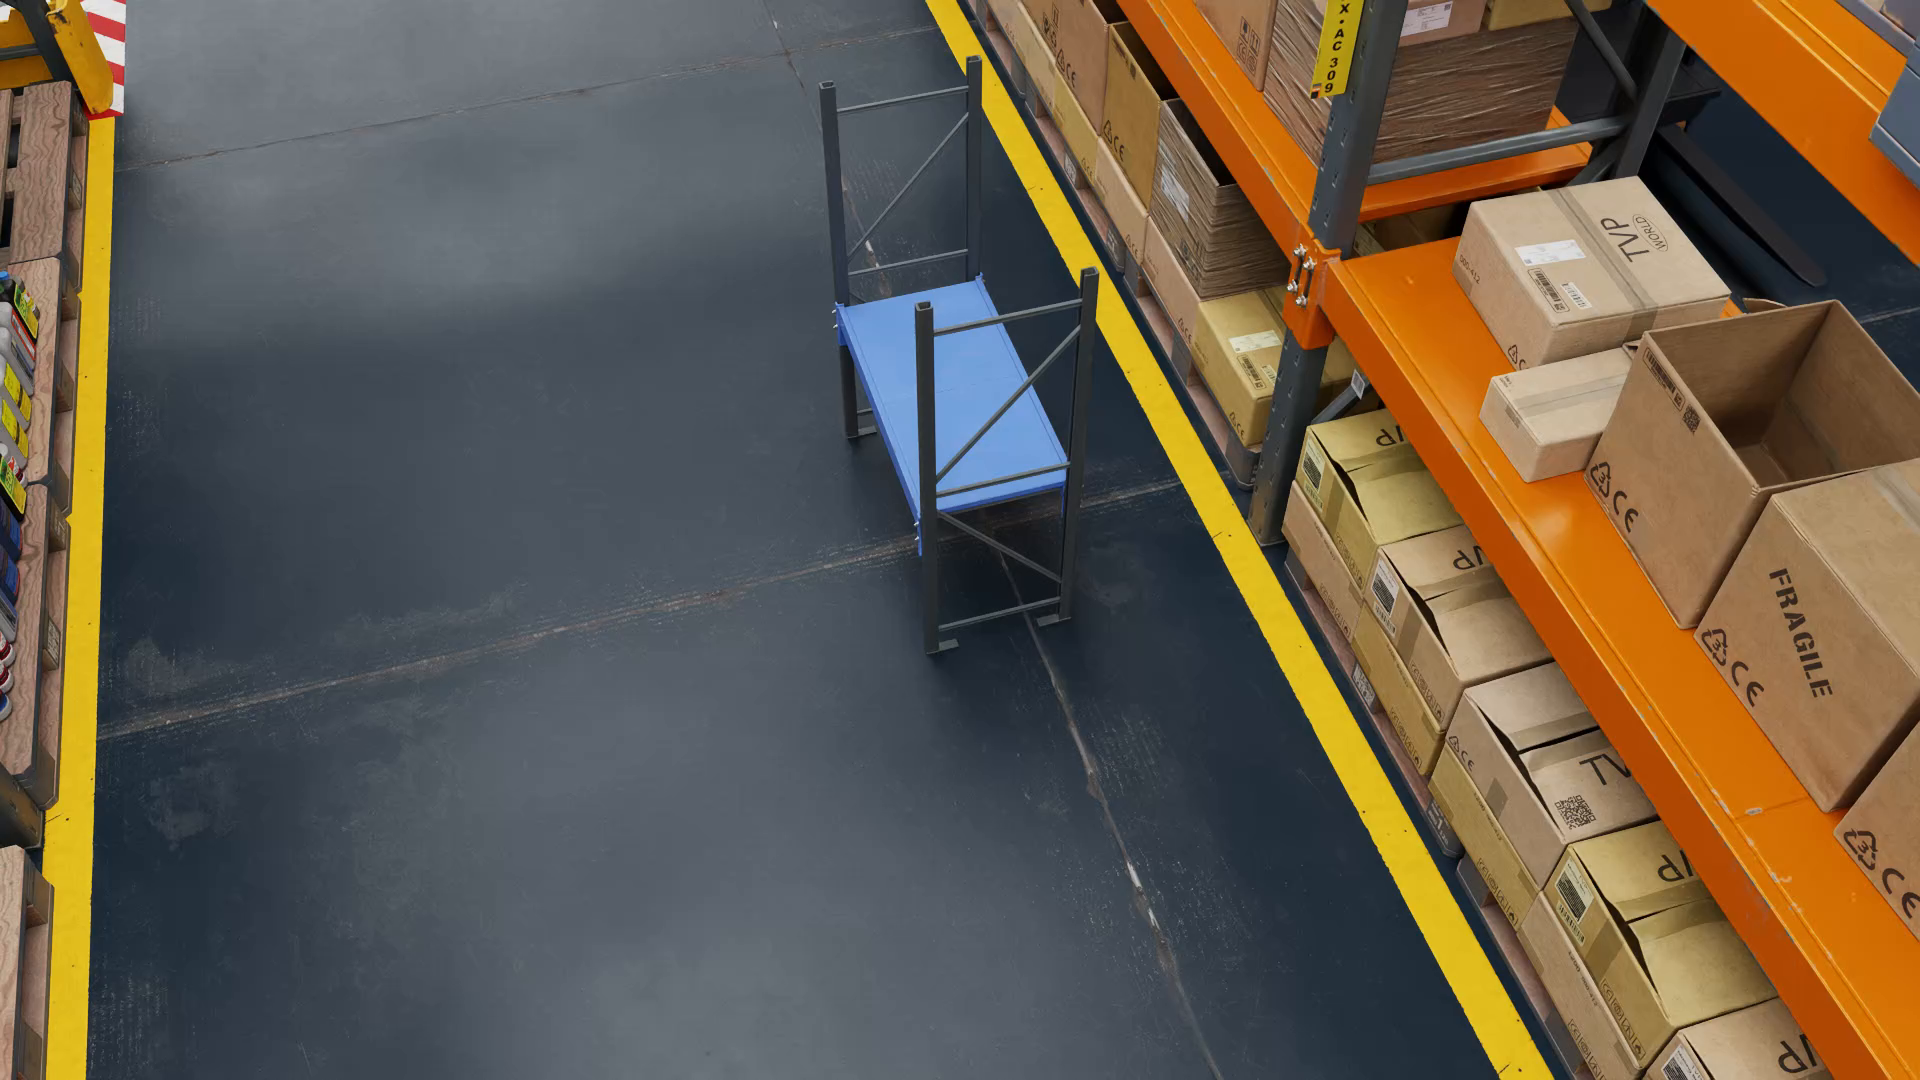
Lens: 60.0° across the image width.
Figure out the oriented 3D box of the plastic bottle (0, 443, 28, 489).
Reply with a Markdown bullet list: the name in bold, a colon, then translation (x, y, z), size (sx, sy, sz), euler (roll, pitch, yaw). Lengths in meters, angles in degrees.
- **plastic bottle**: translation (-3.199, -0.250, 5.541), size (0.097, 0.201, 0.097), euler (0, 50, 0)

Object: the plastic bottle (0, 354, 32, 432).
- **plastic bottle**: translation (-3.318, -0.532, 5.682), size (0.144, 0.351, 0.185), euler (-11, 51, -9)

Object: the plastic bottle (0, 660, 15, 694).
- **plastic bottle**: translation (-2.945, 0.378, 5.012), size (0.097, 0.201, 0.097), euler (0, 50, 0)

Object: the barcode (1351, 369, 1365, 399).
- **barcode**: translation (1.171, -0.459, 4.894), size (0.001, 0.075, 0.075), euler (-13, 51, -11)

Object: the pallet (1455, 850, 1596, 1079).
- **pallet**: translation (2.113, 1.227, 4.578), size (1.003, 0.211, 1.213), euler (-13, 51, -11)

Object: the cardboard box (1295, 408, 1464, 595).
- **cardboard box**: translation (1.378, -0.166, 5.085), size (0.500, 0.311, 0.500), euler (-13, 51, -11)

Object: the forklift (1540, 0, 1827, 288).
- **forklift**: translation (2.490, -2.790, 6.185), size (1.130, 2.935, 3.031), euler (-14, 51, -11)

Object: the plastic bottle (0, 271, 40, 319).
- **plastic bottle**: translation (-3.461, -0.896, 6.086), size (0.097, 0.201, 0.097), euler (0, 50, 0)

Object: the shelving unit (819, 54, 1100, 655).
- **shelving unit**: translation (-0.025, -0.546, 5.229), size (0.538, 1.500, 1.048), euler (-13, 51, -11)

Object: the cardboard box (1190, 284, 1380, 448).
- **cardboard box**: translation (1.147, -0.632, 5.845), size (0.500, 0.250, 0.500), euler (-13, 51, -11)

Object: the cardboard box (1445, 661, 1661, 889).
- **cardboard box**: translation (1.675, 0.579, 4.457), size (0.500, 0.311, 0.500), euler (-15, 51, -12)

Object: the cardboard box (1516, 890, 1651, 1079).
- **cardboard box**: translation (1.831, 1.131, 4.359), size (0.500, 0.250, 0.500), euler (-12, 51, -10)

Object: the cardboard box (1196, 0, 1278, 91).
- **cardboard box**: translation (1.194, -1.832, 5.268), size (0.700, 0.500, 0.500), euler (-14, 51, -11)

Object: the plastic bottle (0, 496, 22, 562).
- **plastic bottle**: translation (-3.138, -0.086, 5.305), size (0.144, 0.351, 0.185), euler (-15, 52, -13)

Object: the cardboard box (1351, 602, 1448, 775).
- **cardboard box**: translation (1.526, 0.381, 4.990), size (0.500, 0.250, 0.500), euler (-12, 51, -10)

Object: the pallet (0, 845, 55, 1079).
- **pallet**: translation (-2.970, 1.487, 4.358), size (1.003, 0.211, 1.213), euler (-13, 51, -11)

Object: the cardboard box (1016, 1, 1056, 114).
- **cardboard box**: translation (0.555, -2.093, 7.076), size (0.500, 0.250, 0.500), euler (-13, 51, -11)

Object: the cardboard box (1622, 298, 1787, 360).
- **cardboard box**: translation (1.929, -0.450, 4.255), size (0.396, 0.266, 0.258), euler (-14, 51, -12)

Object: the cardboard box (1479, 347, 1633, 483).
- **cardboard box**: translation (1.560, -0.319, 4.222), size (0.380, 0.149, 0.250), euler (-13, 51, -11)

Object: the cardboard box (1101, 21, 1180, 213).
- **cardboard box**: translation (0.859, -1.606, 6.175), size (0.500, 0.500, 0.500), euler (-13, 51, -11)

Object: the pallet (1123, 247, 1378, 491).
- **pallet**: translation (1.298, -0.785, 6.274), size (1.003, 0.211, 1.213), euler (-13, 51, -11)

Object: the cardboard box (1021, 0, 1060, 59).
- **cardboard box**: translation (0.566, -2.337, 6.792), size (0.500, 0.500, 0.500), euler (-13, 51, -11)

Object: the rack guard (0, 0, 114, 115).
- **rack guard**: translation (-4.355, -2.047, 7.149), size (1.175, 0.500, 0.348), euler (-13, 51, -11)

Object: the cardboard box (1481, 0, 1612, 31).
- **cardboard box**: translation (1.599, -1.575, 4.626), size (0.380, 0.149, 0.250), euler (-13, 51, -11)

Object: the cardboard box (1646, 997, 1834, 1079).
- **cardboard box**: translation (1.980, 1.324, 3.829), size (0.500, 0.311, 0.500), euler (-14, 51, -11)

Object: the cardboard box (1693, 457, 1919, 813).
- **cardboard box**: translation (2.009, 0.189, 3.563), size (0.500, 0.500, 0.500), euler (-13, 51, -11)

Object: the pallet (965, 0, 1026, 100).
- **pallet**: translation (0.577, -2.567, 7.776), size (1.003, 0.211, 1.213), euler (-13, 51, -11)

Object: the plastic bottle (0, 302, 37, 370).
- **plastic bottle**: translation (-3.412, -0.729, 5.897), size (0.152, 0.276, 0.135), euler (-13, 51, -11)

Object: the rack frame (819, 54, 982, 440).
- **rack frame**: translation (-0.176, -0.917, 5.542), size (0.500, 1.500, 0.032), euler (-13, 51, -11)

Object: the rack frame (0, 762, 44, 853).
- **rack frame**: translation (-3.240, 0.023, 3.768), size (1.000, 3.000, 0.127), euler (-13, 51, -11)

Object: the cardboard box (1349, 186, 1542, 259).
- **cardboard box**: translation (1.655, -0.994, 5.659), size (0.500, 0.500, 0.500), euler (-13, 51, -11)

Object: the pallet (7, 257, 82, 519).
- **pallet**: translation (-3.763, -0.470, 6.008), size (1.003, 0.211, 1.213), euler (-13, 51, -11)

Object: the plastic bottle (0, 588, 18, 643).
- **plastic bottle**: translation (-3.037, 0.198, 5.115), size (0.152, 0.276, 0.135), euler (-12, 51, -10)

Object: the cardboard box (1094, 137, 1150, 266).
- **cardboard box**: translation (0.847, -1.361, 6.460), size (0.500, 0.250, 0.500), euler (-13, 51, -11)

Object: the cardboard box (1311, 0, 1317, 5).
- **cardboard box**: translation (1.137, -1.666, 4.703), size (0.380, 0.149, 0.250), euler (-14, 51, -12)

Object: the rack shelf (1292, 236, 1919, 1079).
- **rack shelf**: translation (2.085, 0.599, 3.754), size (1.077, 0.370, 4.000), euler (-13, 51, -11)
